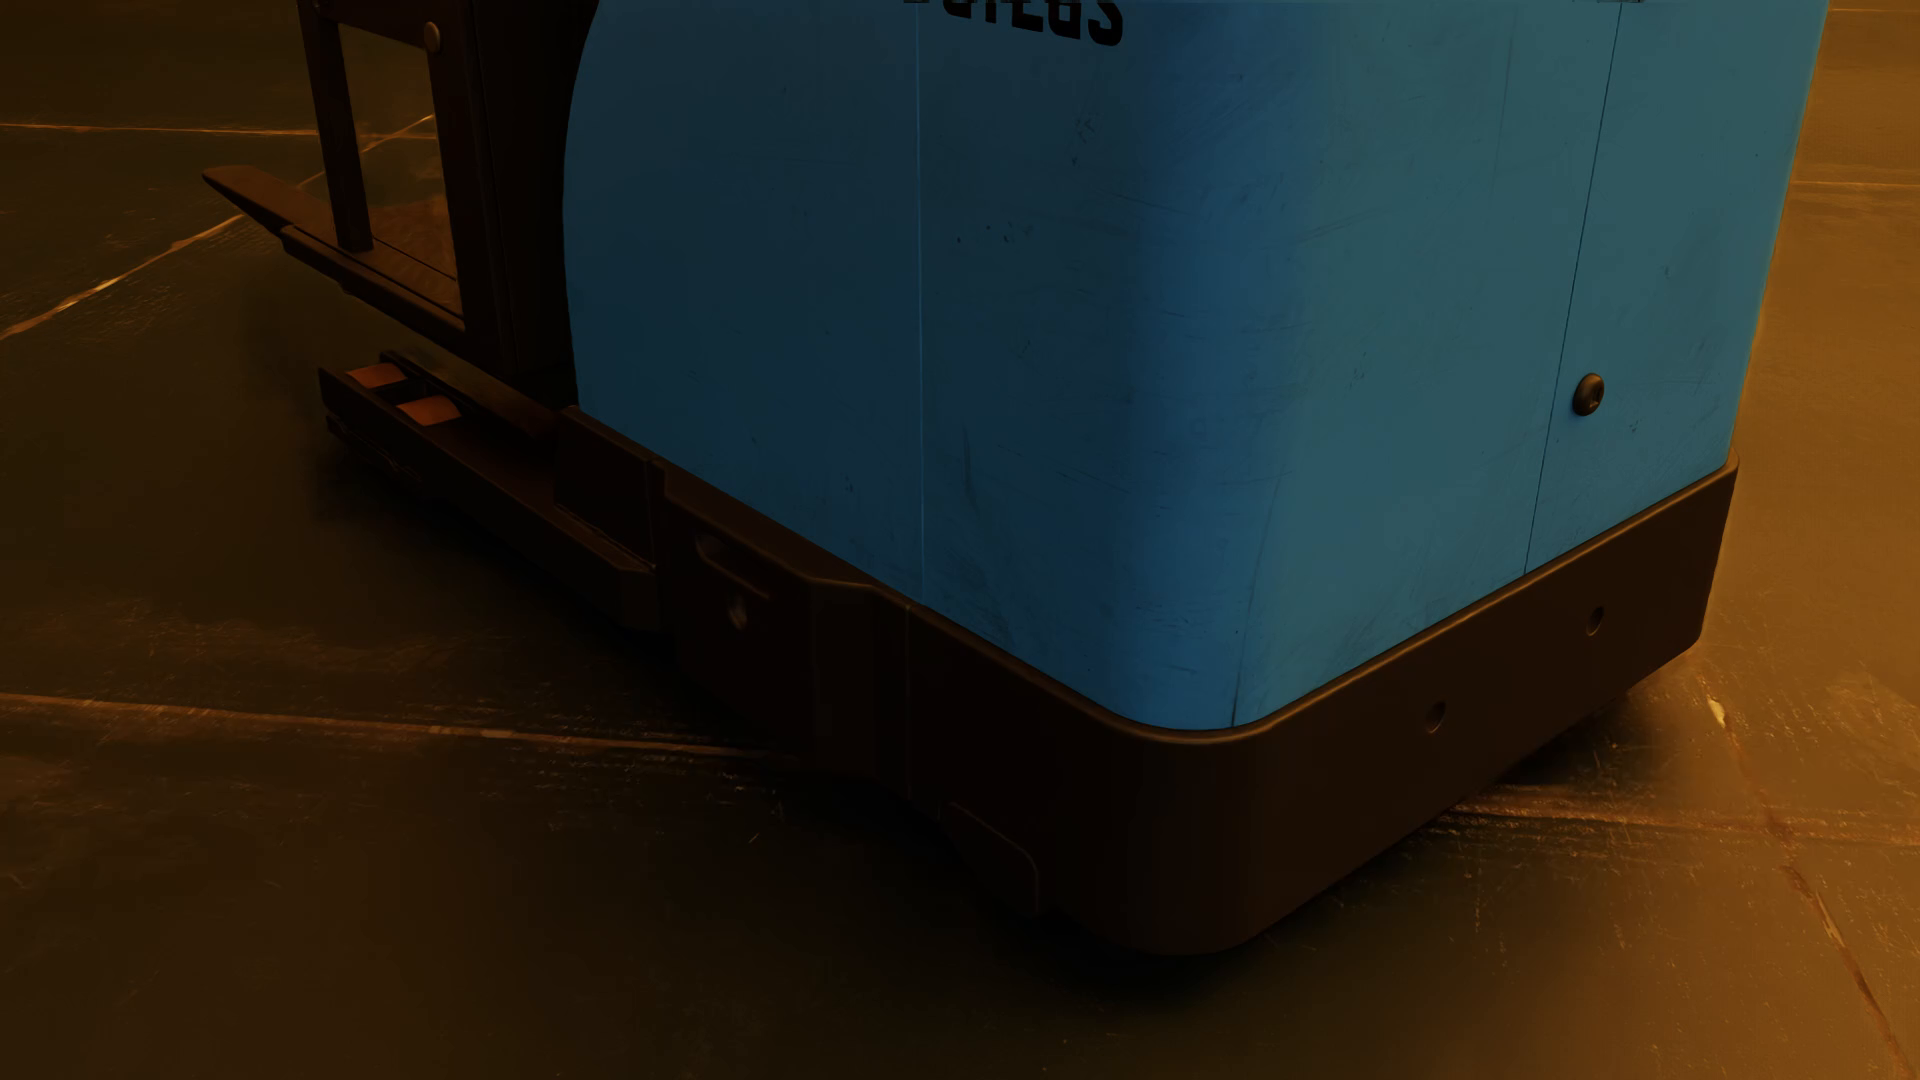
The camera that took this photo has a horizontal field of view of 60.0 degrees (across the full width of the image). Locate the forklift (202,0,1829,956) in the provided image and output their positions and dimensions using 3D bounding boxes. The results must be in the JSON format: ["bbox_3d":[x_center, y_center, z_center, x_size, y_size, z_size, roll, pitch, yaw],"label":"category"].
[{"bbox_3d":[-0.399,-1.501,2.226,1.130,2.935,3.031,-21,33,-36],"label":"forklift"}]
